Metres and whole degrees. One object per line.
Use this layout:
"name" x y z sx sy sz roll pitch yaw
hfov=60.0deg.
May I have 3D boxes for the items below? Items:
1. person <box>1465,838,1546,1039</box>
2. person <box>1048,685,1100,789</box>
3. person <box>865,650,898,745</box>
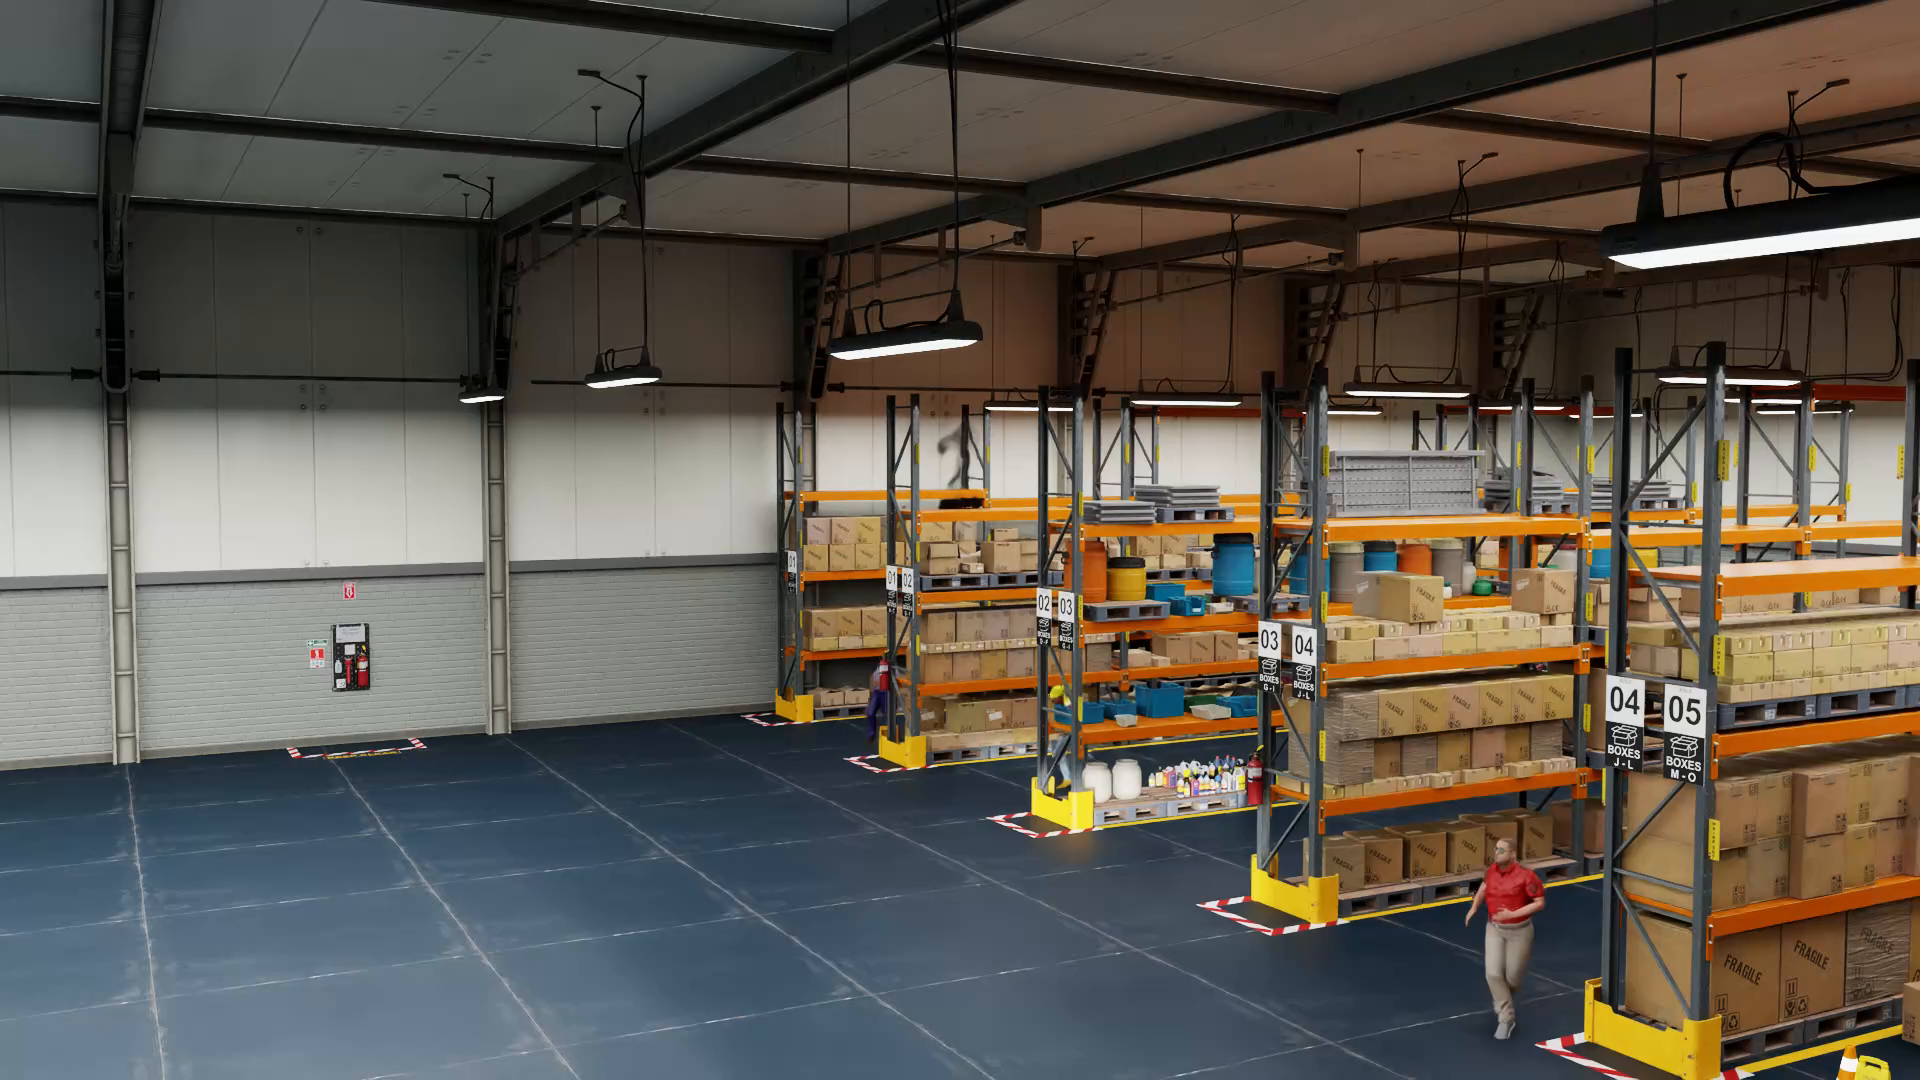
"person" 4.821 3.508 14.779 0.781 1.738 0.680 3 4 40
"person" 1.787 2.959 25.235 1.130 1.596 0.707 -2 4 -35
"person" -1.236 2.762 28.818 0.593 1.700 0.733 3 4 40
